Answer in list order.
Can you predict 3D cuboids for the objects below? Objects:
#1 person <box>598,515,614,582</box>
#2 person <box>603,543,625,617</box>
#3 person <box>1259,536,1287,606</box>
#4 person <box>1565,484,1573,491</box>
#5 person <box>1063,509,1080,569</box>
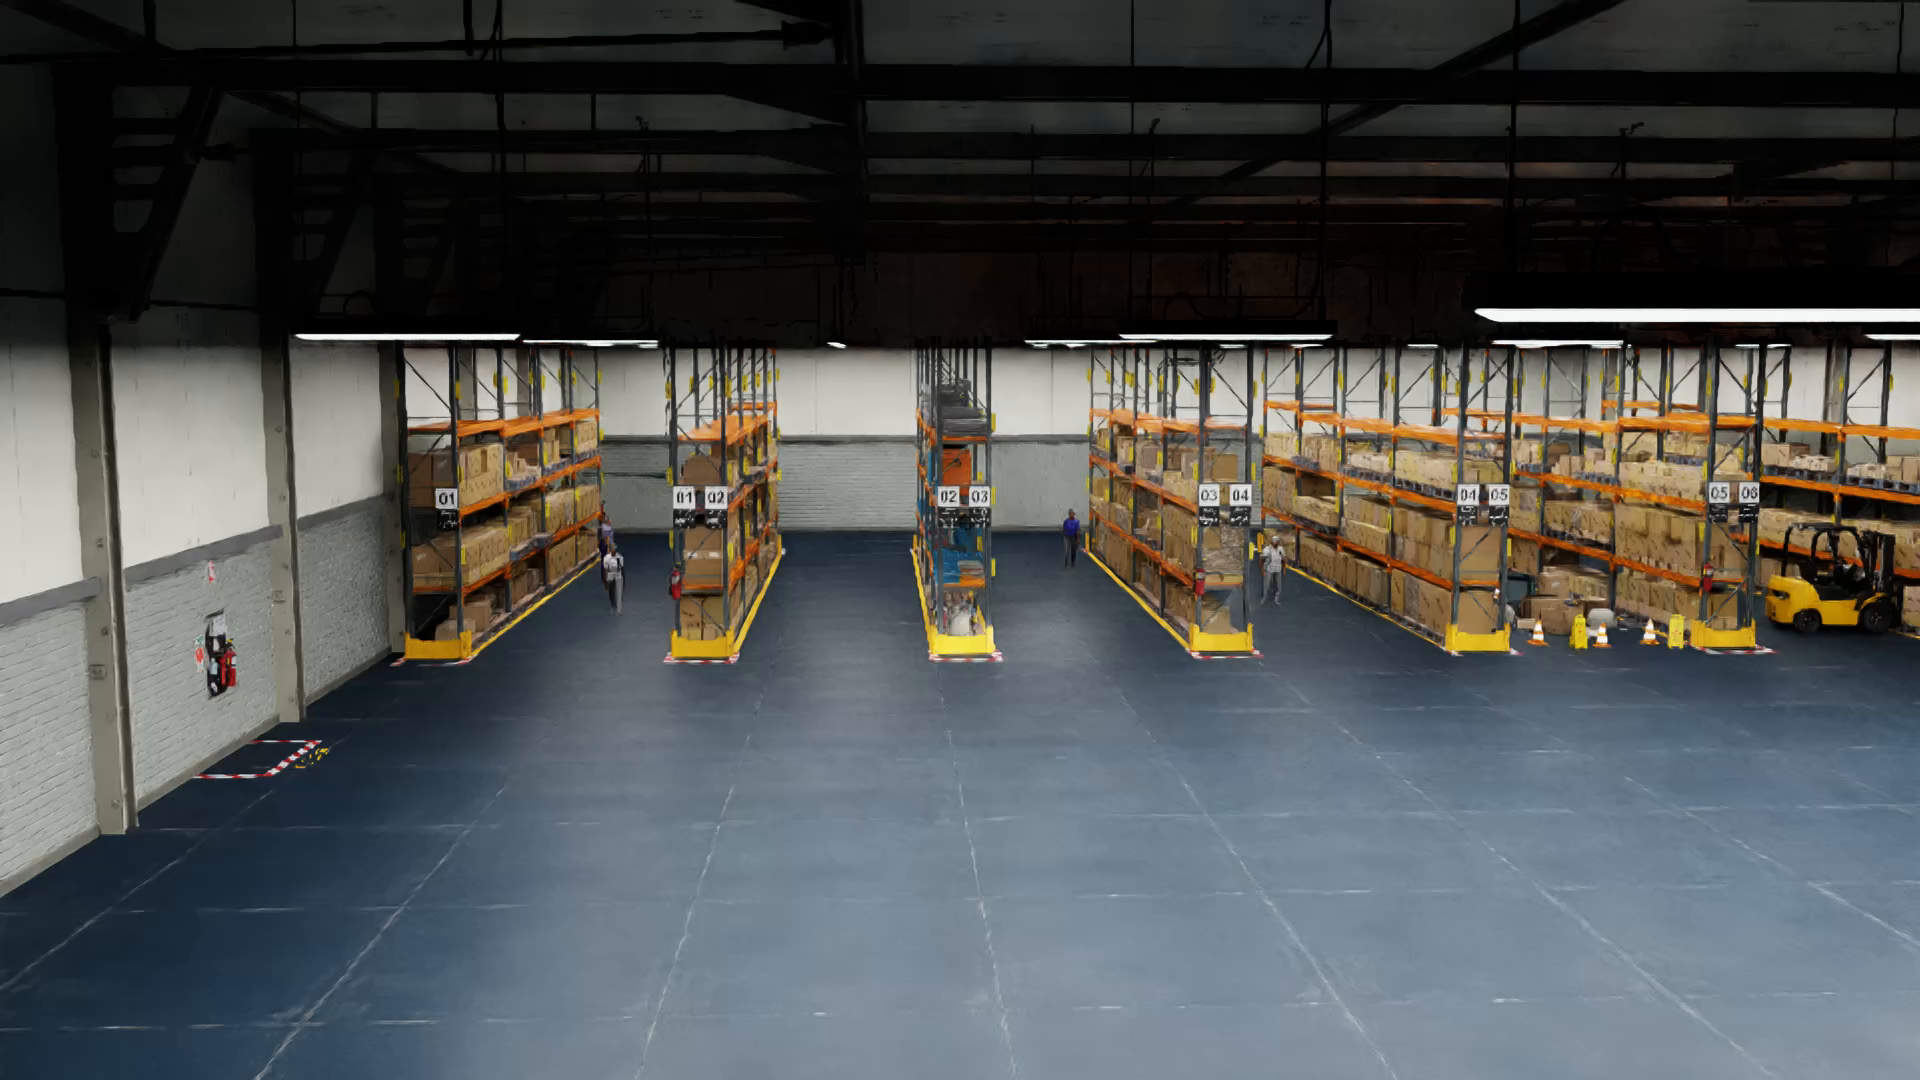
[{"bbox_3d":[-8.768,0.201,41.406,0.447,1.640,0.578,-3,7,-22],"label":"person"},{"bbox_3d":[-7.483,0.835,35.953,0.455,1.588,1.089,-1,7,-5],"label":"person"},{"bbox_3d":[7.031,0.692,37.365,0.625,1.611,0.582,-1,7,-5],"label":"person"},{"bbox_3d":[18.244,-0.808,49.660,0.455,1.773,0.687,-5,8,-36],"label":"person"},{"bbox_3d":[2.937,-0.043,43.740,0.449,1.573,1.081,0,6,2],"label":"person"}]
